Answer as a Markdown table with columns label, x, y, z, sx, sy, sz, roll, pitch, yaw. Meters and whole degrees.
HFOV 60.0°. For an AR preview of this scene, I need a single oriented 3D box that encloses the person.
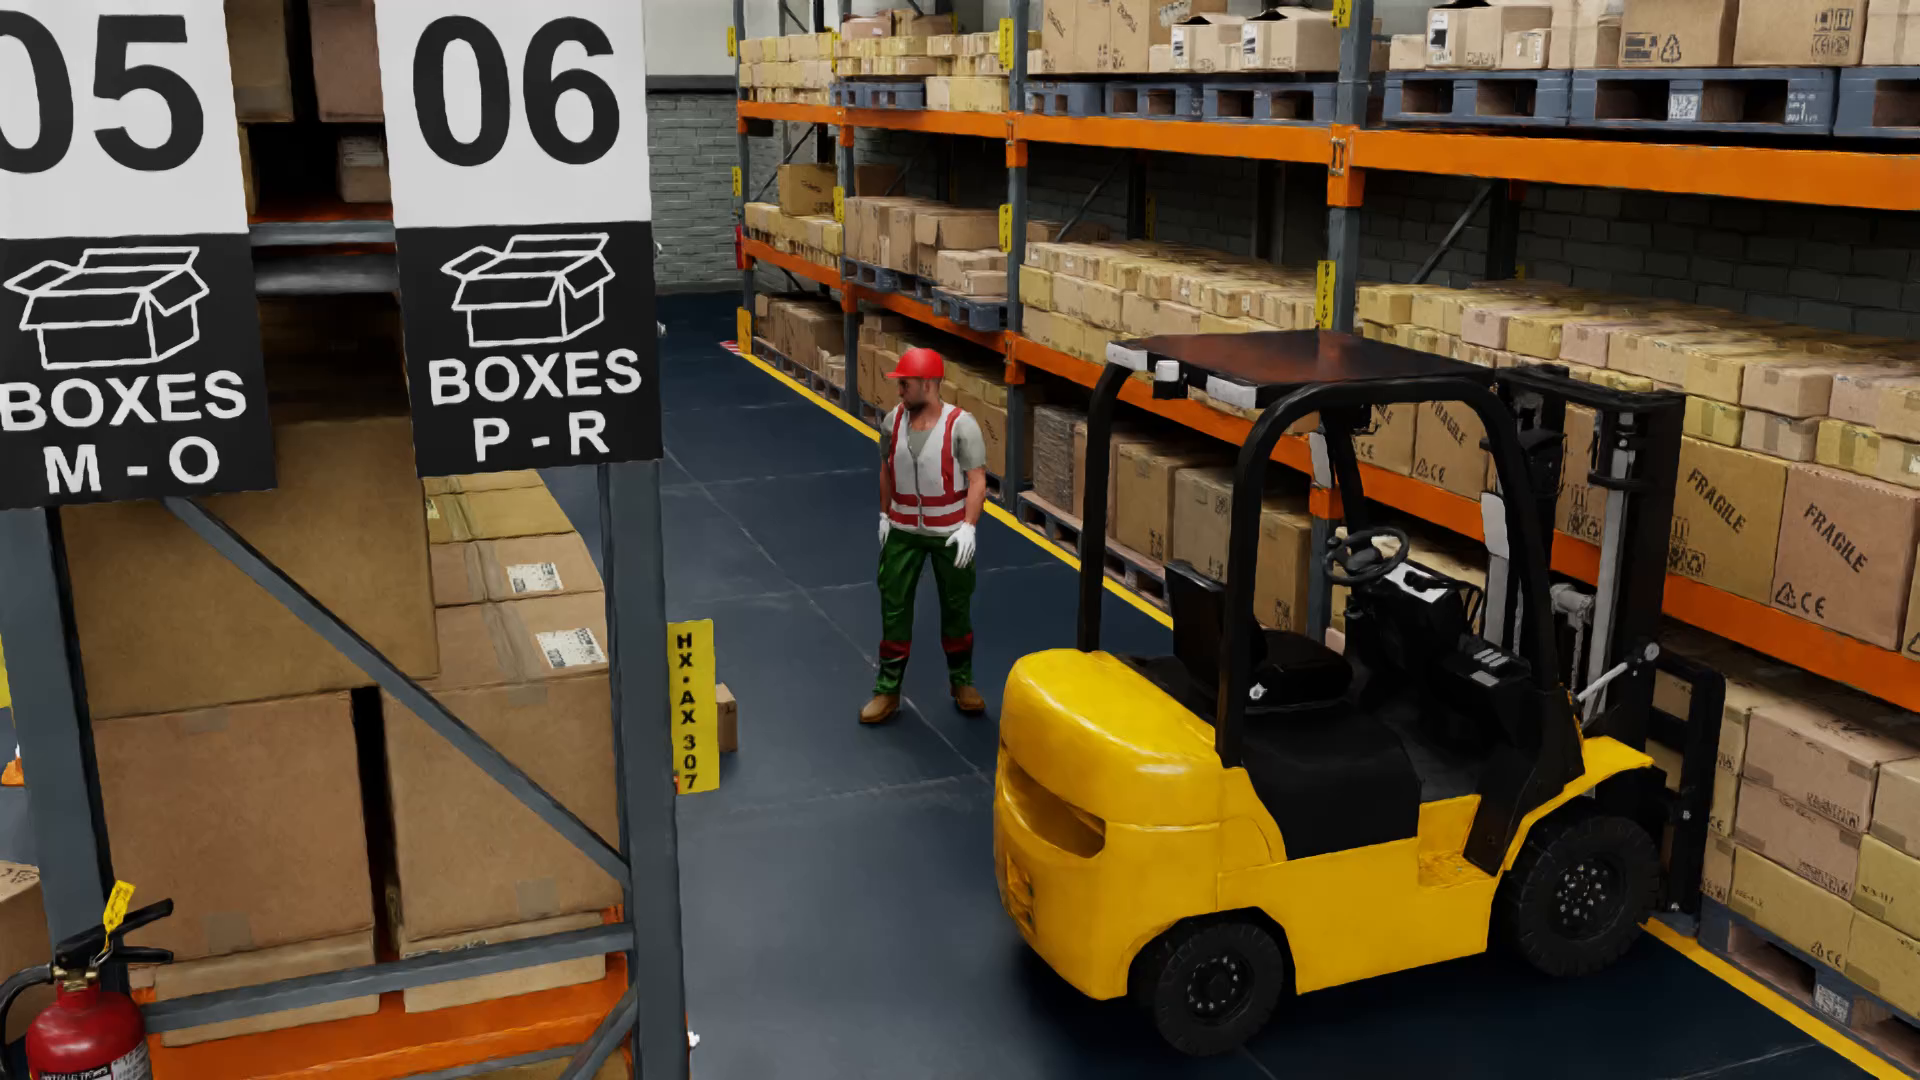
| label | x | y | z | sx | sy | sz | roll | pitch | yaw |
| --- | --- | --- | --- | --- | --- | --- | --- | --- | --- |
| person | -0.159 | -0.025 | 7.988 | 0.596 | 1.794 | 0.528 | 4 | 16 | 14 |
